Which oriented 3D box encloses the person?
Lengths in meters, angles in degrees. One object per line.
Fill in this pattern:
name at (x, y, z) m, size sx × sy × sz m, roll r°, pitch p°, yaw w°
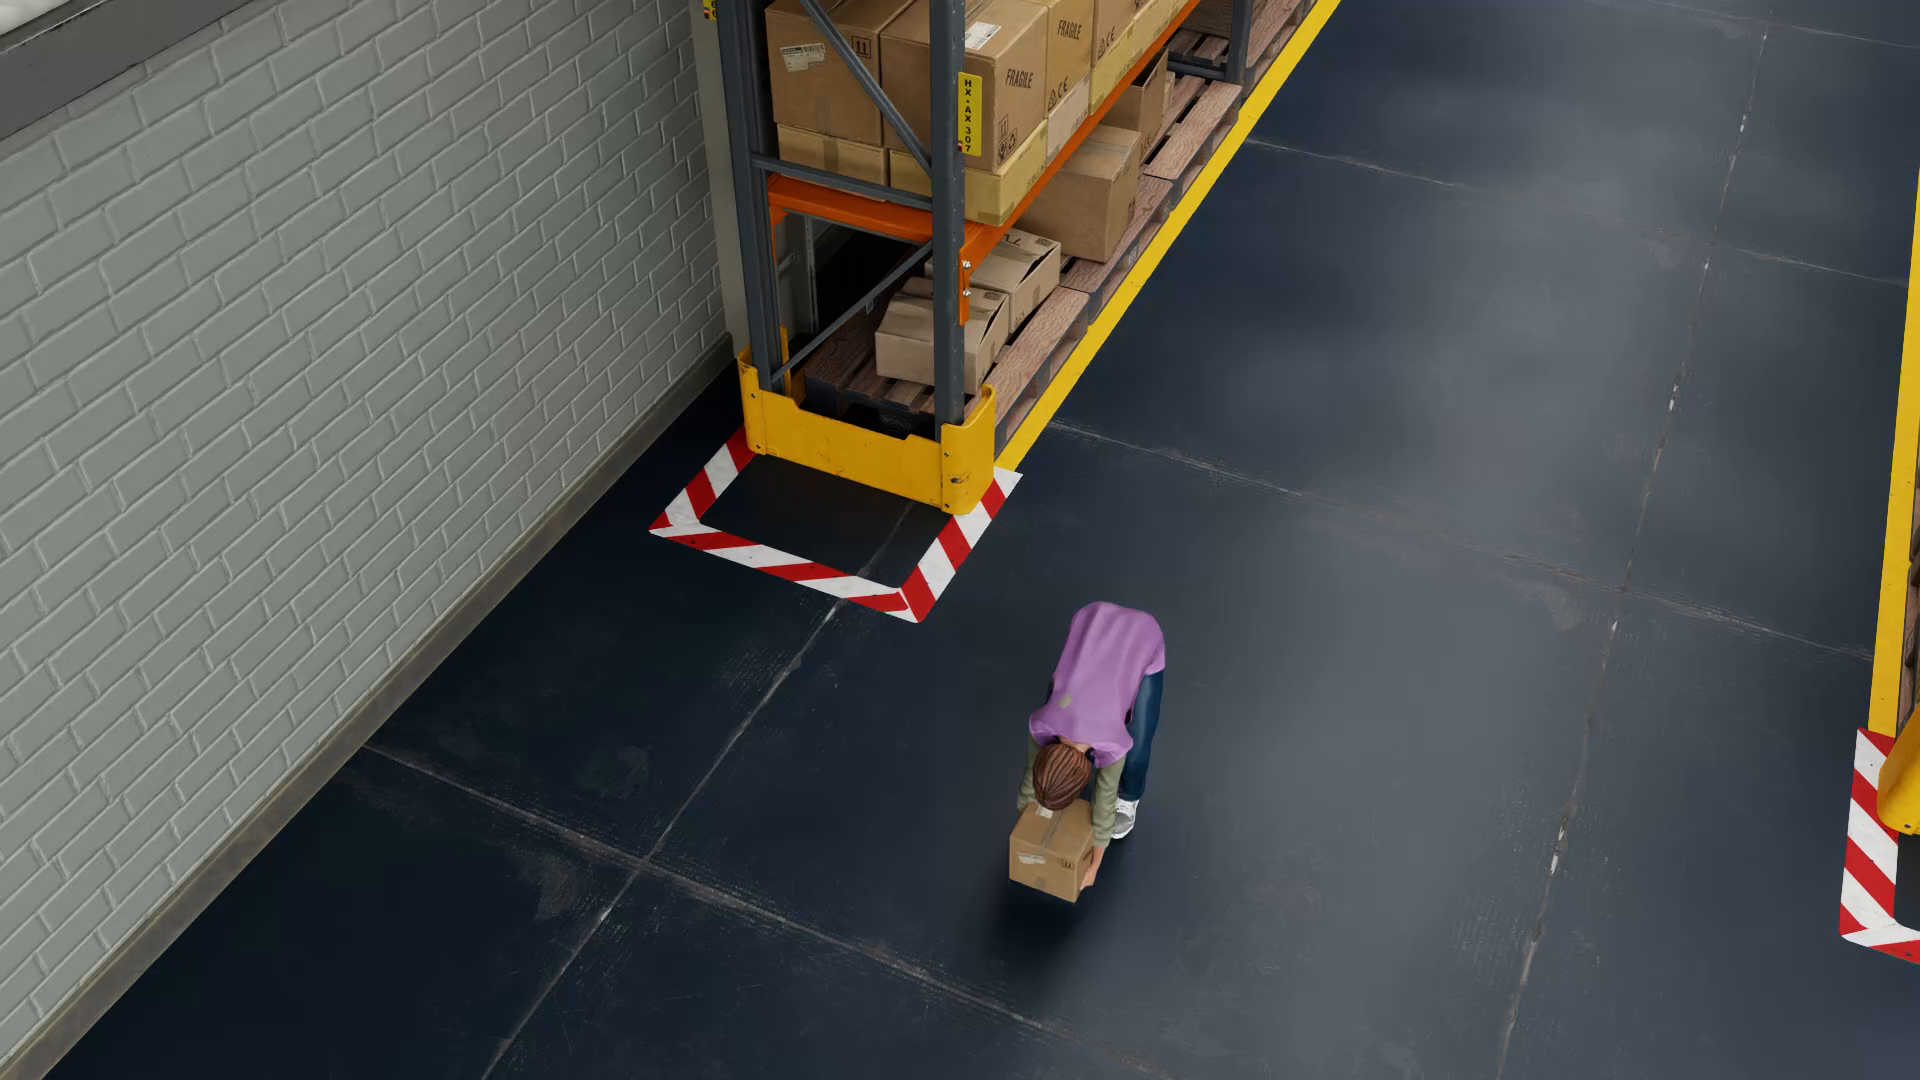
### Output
person at (0.445, 0.756, 5.826) m, size 0.410 × 0.948 × 0.866 m, roll 16°, pitch 45°, yaw 16°
